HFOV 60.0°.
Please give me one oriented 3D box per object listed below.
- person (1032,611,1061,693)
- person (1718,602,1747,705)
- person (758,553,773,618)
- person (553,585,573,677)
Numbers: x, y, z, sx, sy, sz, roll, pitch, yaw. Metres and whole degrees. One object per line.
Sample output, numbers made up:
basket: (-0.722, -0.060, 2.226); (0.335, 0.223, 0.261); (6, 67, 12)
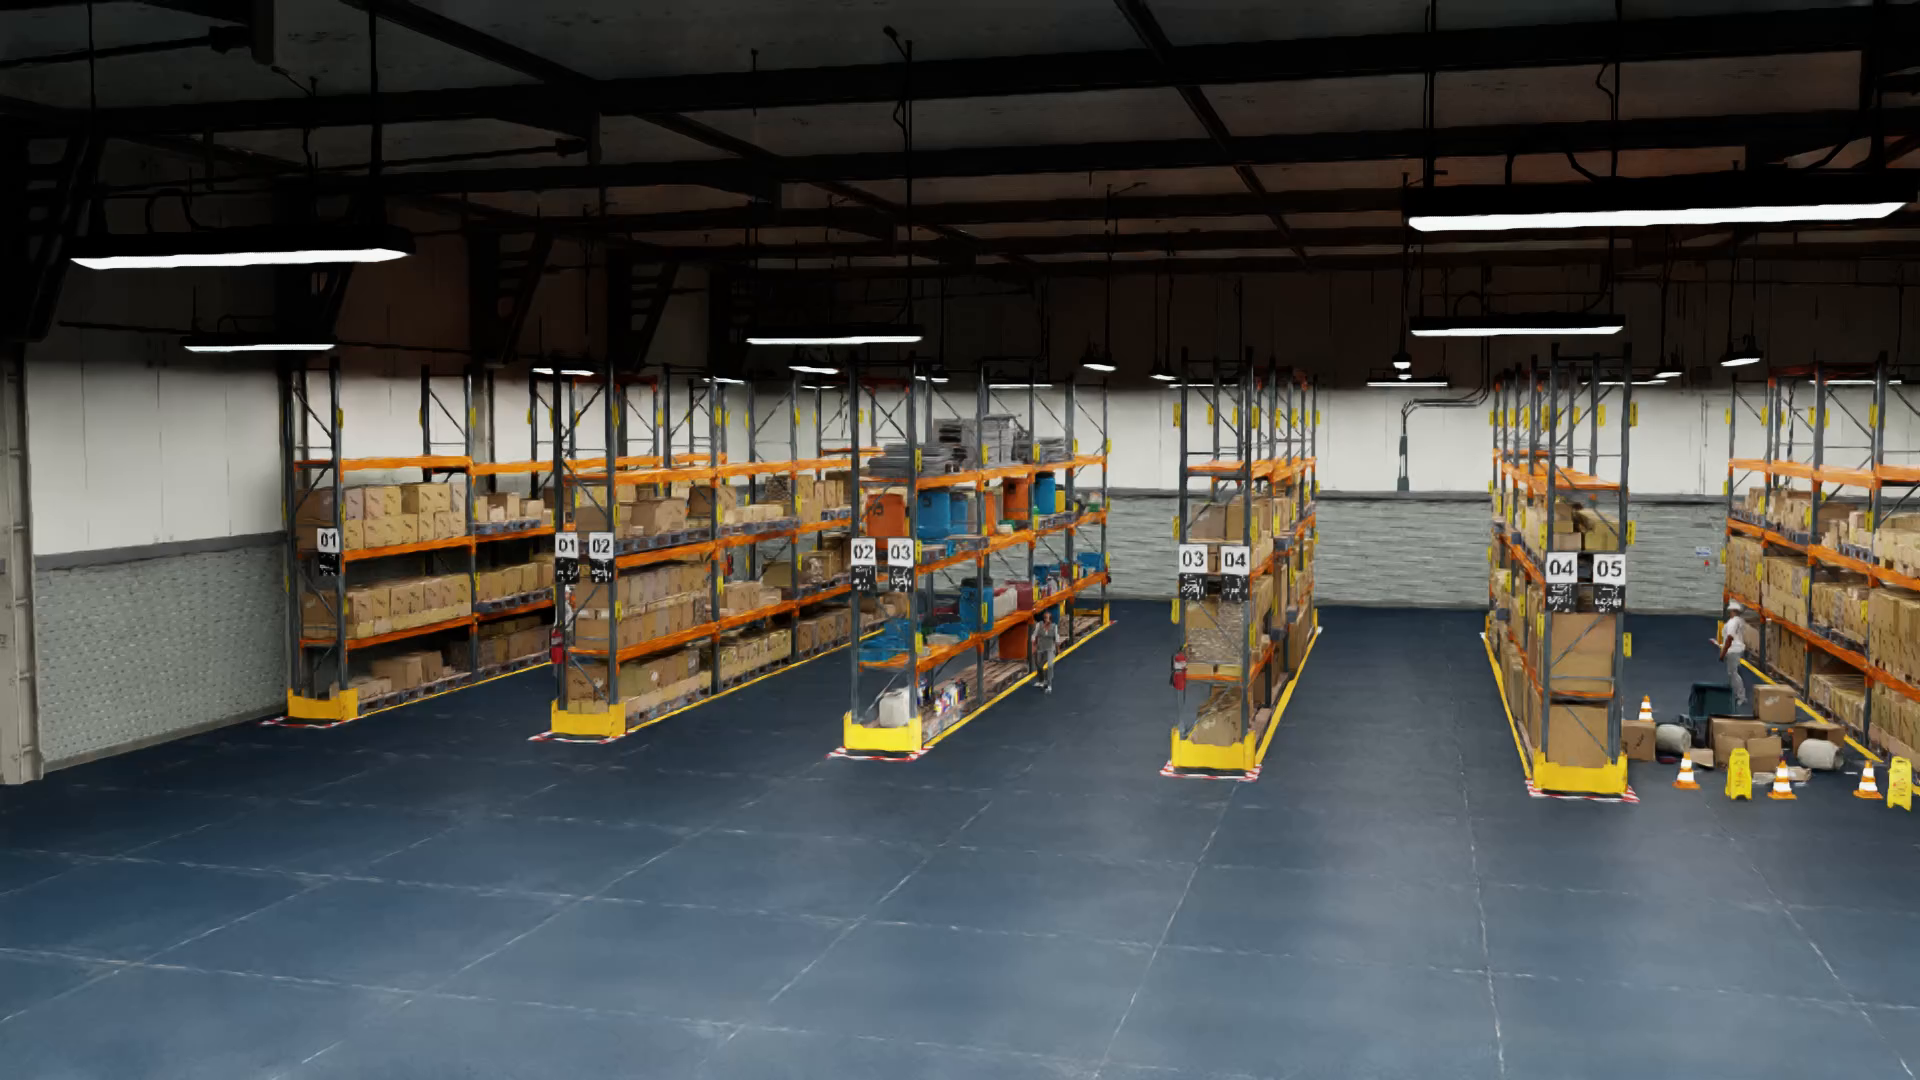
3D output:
person: (1.591, 2.021, 30.602); (0.535, 1.504, 0.758); (0, 4, 6)
person: (13.635, 1.984, 29.306); (0.554, 1.801, 0.639); (3, 5, 39)
person: (-4.801, 1.130, 41.757); (0.643, 1.611, 0.810); (1, 4, 11)
person: (-7.591, 1.744, 32.100); (0.522, 1.779, 0.688); (-1, 4, -8)
